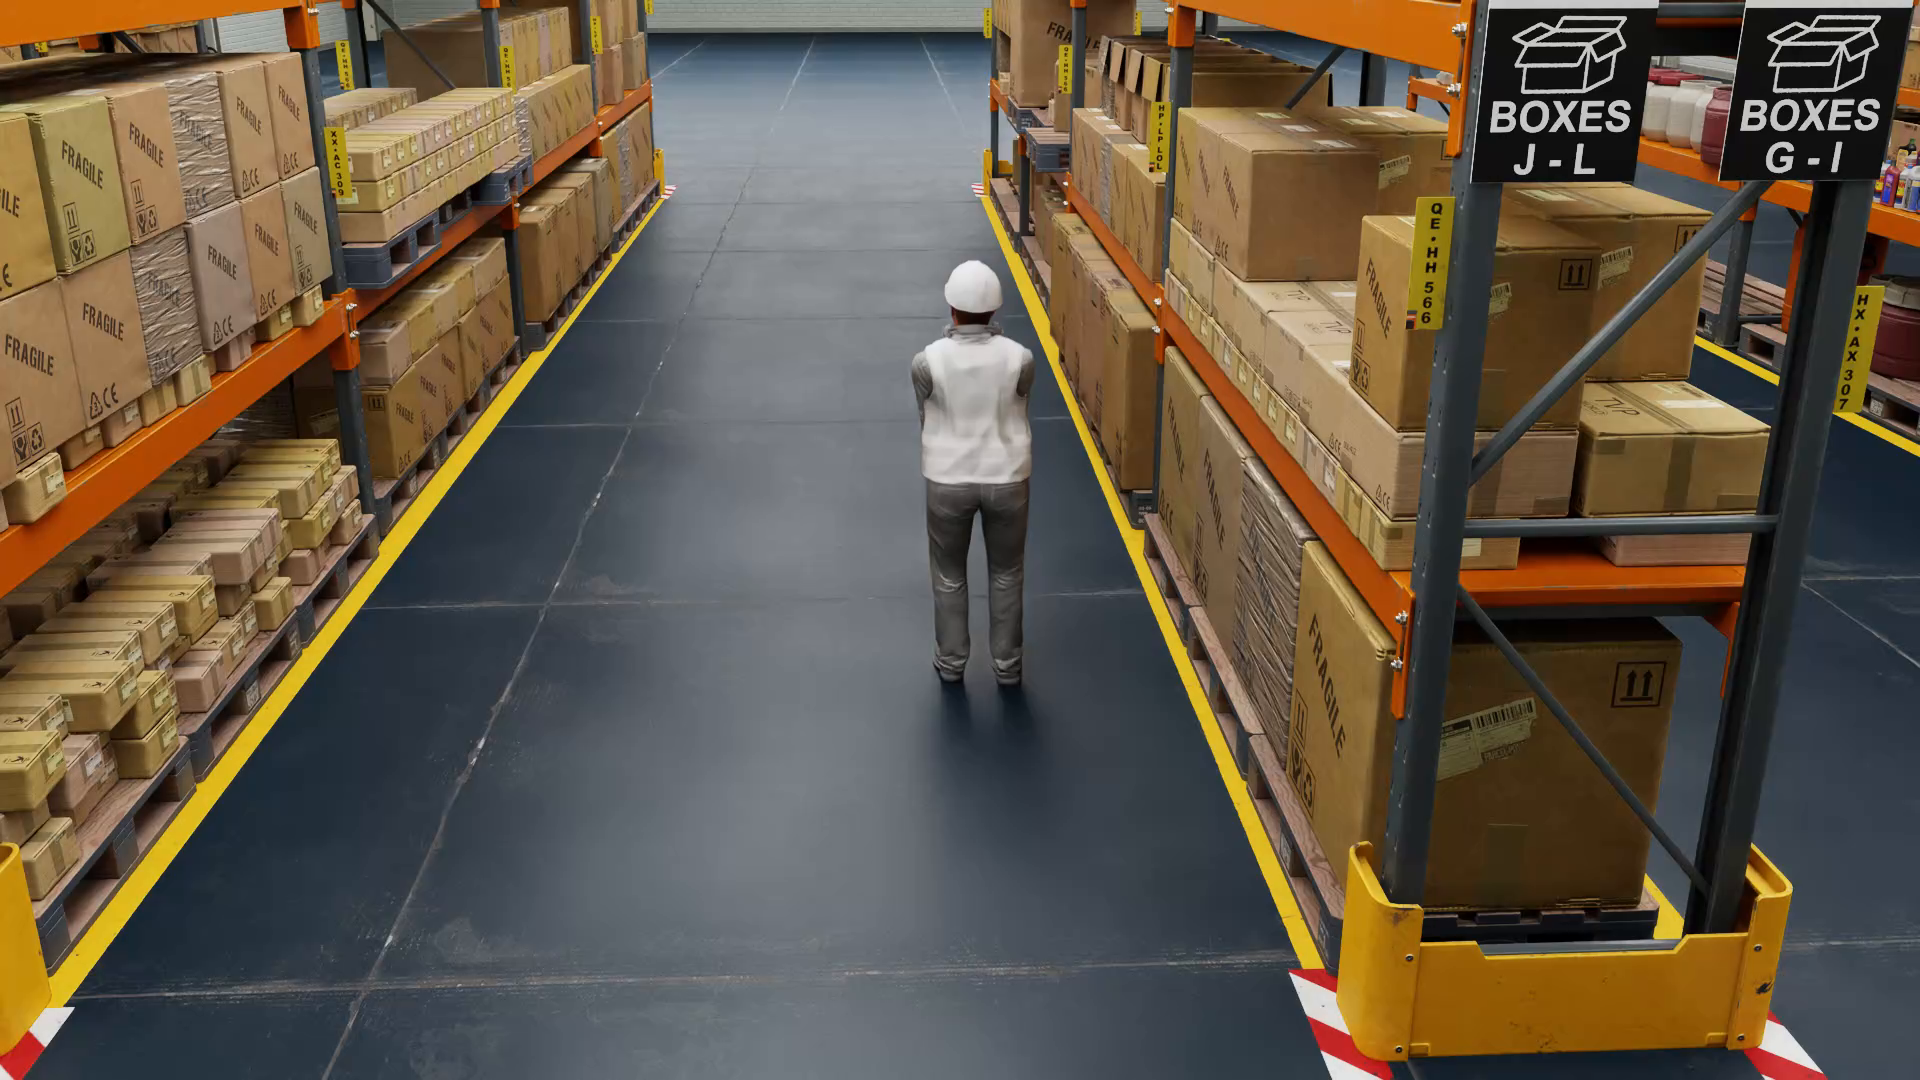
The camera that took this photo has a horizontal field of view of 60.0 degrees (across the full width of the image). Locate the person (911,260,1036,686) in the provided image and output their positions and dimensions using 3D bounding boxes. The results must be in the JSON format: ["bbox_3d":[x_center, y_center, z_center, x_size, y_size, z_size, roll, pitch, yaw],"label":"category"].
[{"bbox_3d":[0.047,-0.279,6.803,0.495,1.772,0.549,-1,20,-3],"label":"person"}]
